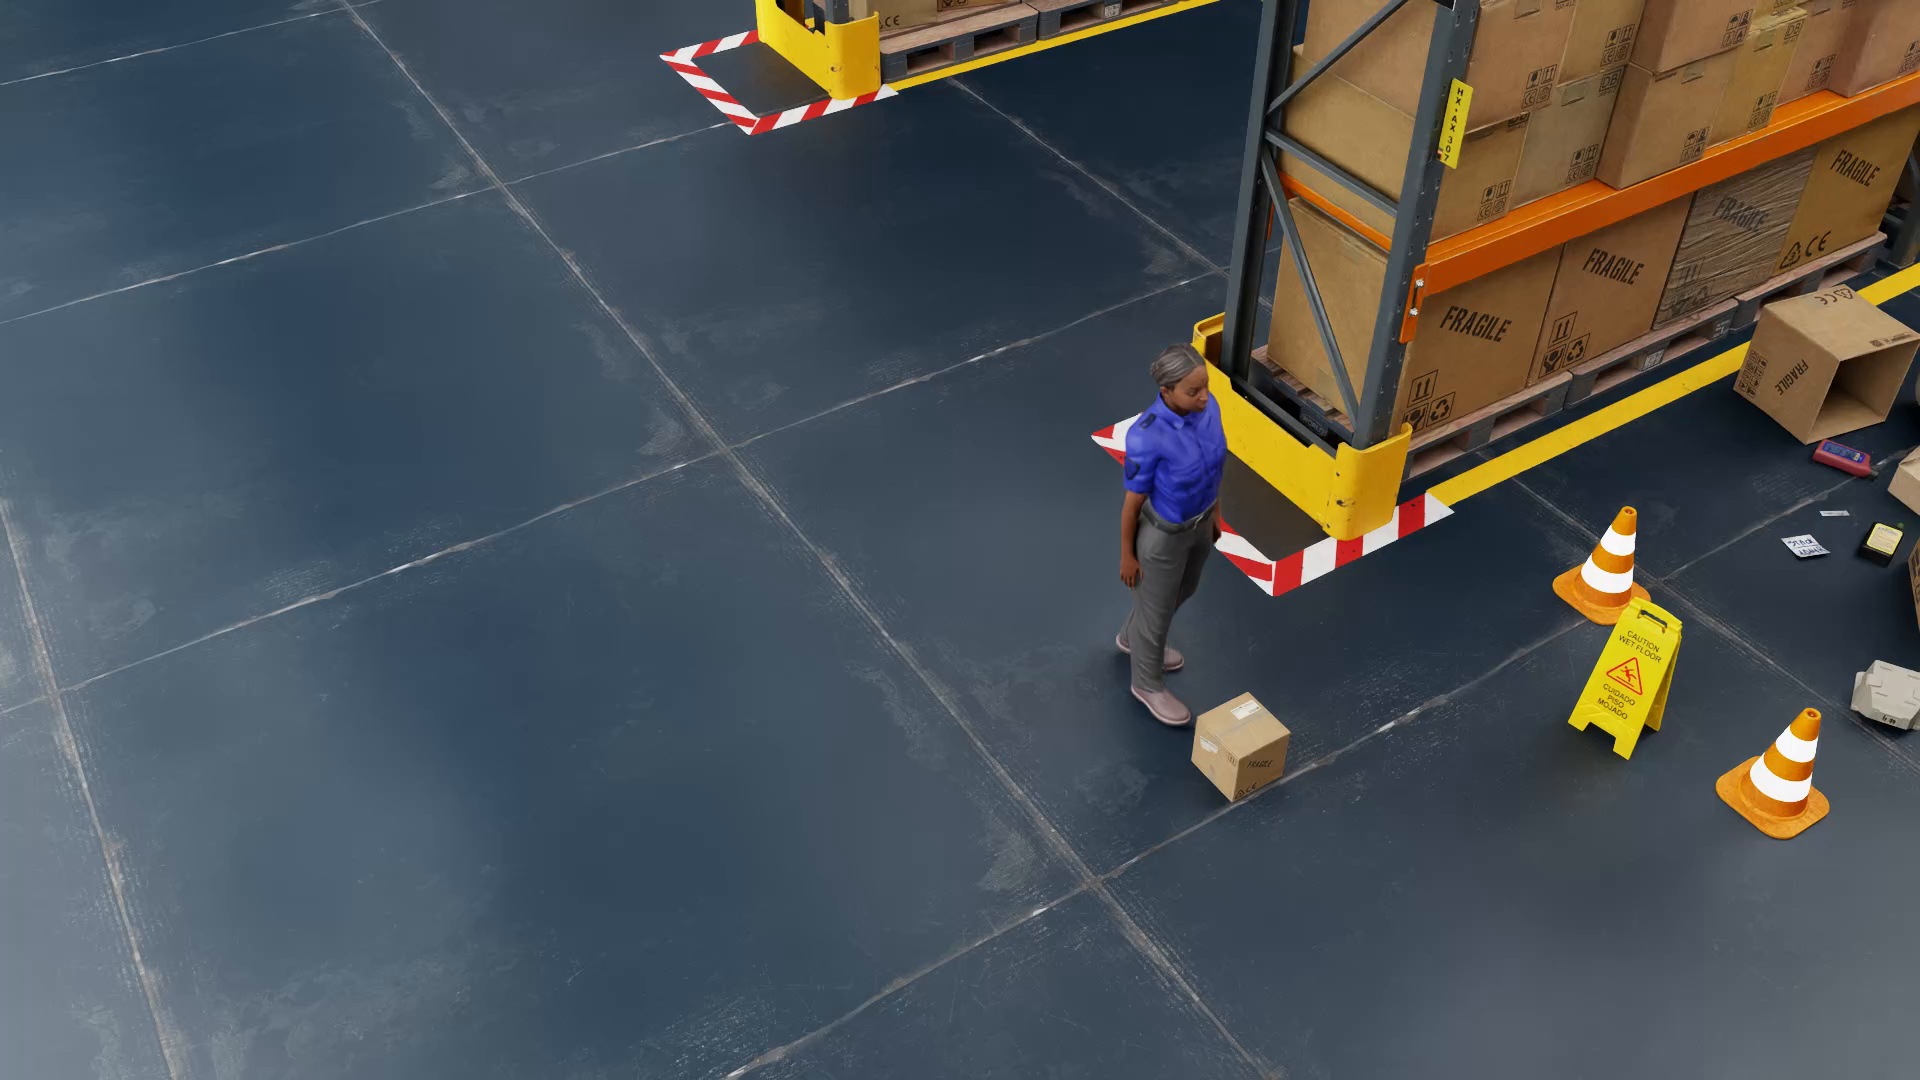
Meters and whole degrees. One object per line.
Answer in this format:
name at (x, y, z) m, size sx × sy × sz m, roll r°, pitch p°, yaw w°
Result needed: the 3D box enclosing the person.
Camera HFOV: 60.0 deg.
person at (0.782, -0.038, 6.196) m, size 0.493 × 1.665 × 0.471 m, roll 33°, pitch 51°, yaw 32°
